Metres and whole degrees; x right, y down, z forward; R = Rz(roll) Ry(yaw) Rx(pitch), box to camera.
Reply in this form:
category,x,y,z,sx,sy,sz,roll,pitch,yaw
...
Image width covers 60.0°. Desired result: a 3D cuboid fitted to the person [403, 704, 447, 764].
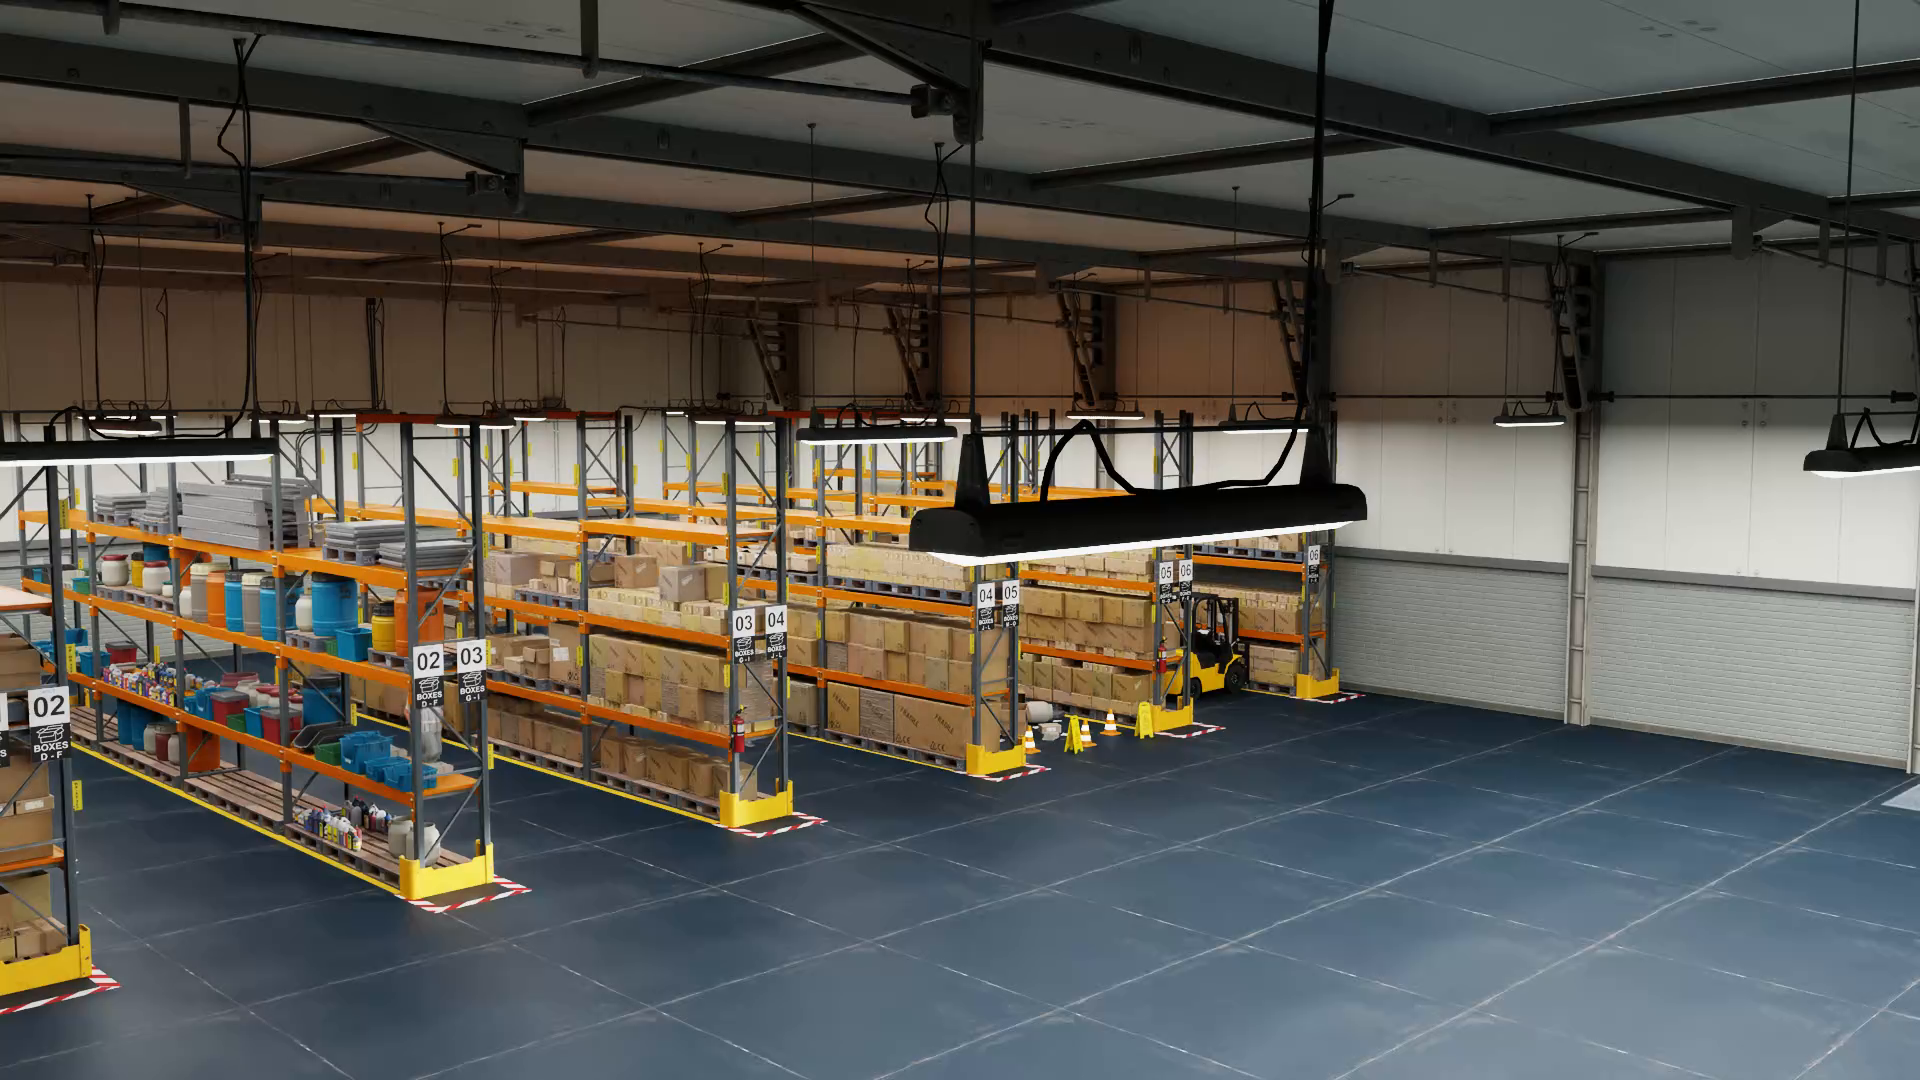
category,x,y,z,sx,sy,sz,roll,pitch,yaw
person,-8.643,3.099,27.173,0.602,1.735,0.651,3,6,30

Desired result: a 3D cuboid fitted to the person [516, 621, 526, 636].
category,x,y,z,sx,sy,sz,roll,pitch,yaw
person,-10.845,1.951,40.756,0.713,1.781,0.725,-1,5,-10

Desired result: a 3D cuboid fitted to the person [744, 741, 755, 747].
category,x,y,z,sx,sy,sz,roll,pitch,yaw
person,-3.790,2.959,29.912,0.493,1.559,0.503,4,6,40
